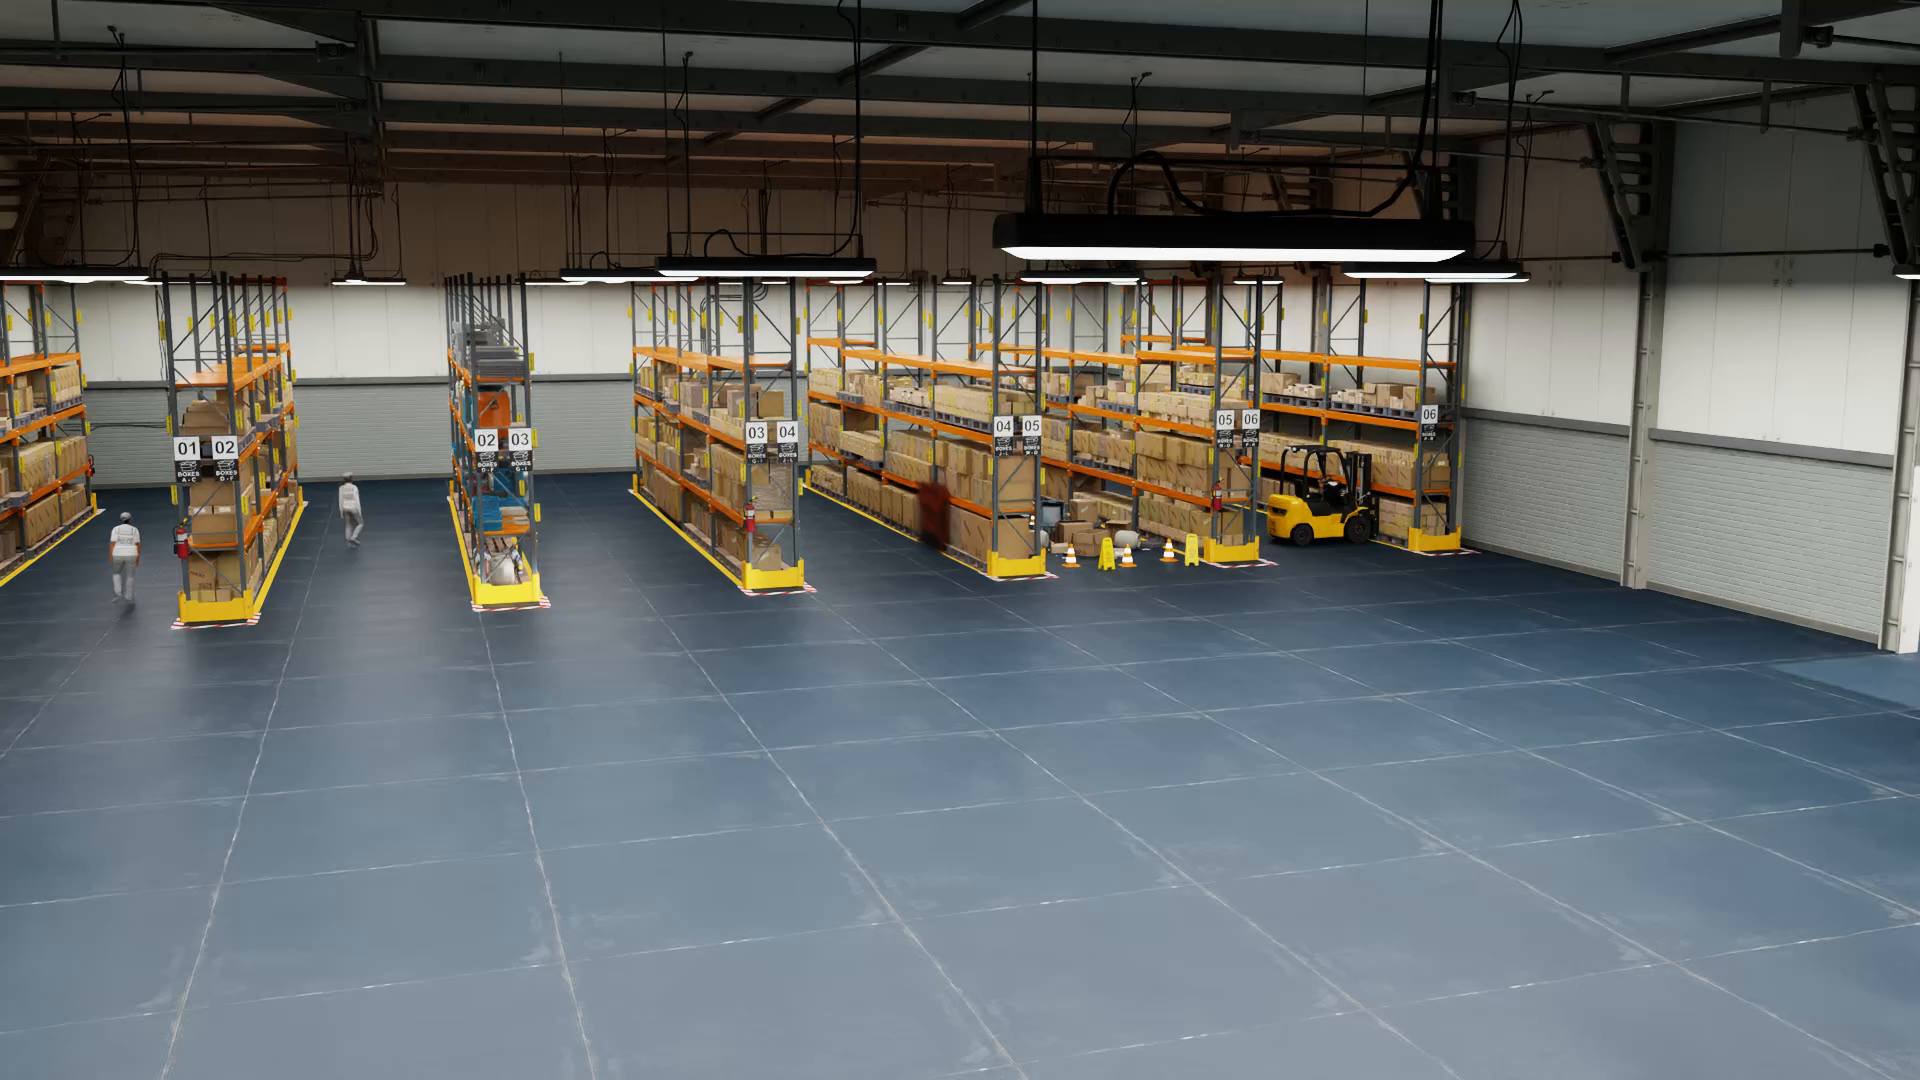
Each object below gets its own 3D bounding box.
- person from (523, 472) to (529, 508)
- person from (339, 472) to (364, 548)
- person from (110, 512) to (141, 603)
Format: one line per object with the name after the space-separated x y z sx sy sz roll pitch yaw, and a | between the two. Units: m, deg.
-11.435 -1.650 43.474 0.497 1.676 0.472 2 9 11 | person
-13.524 -0.654 36.858 0.511 1.675 0.452 2 9 10 | person
-15.261 0.328 30.393 0.551 1.659 0.417 -3 9 -20 | person
